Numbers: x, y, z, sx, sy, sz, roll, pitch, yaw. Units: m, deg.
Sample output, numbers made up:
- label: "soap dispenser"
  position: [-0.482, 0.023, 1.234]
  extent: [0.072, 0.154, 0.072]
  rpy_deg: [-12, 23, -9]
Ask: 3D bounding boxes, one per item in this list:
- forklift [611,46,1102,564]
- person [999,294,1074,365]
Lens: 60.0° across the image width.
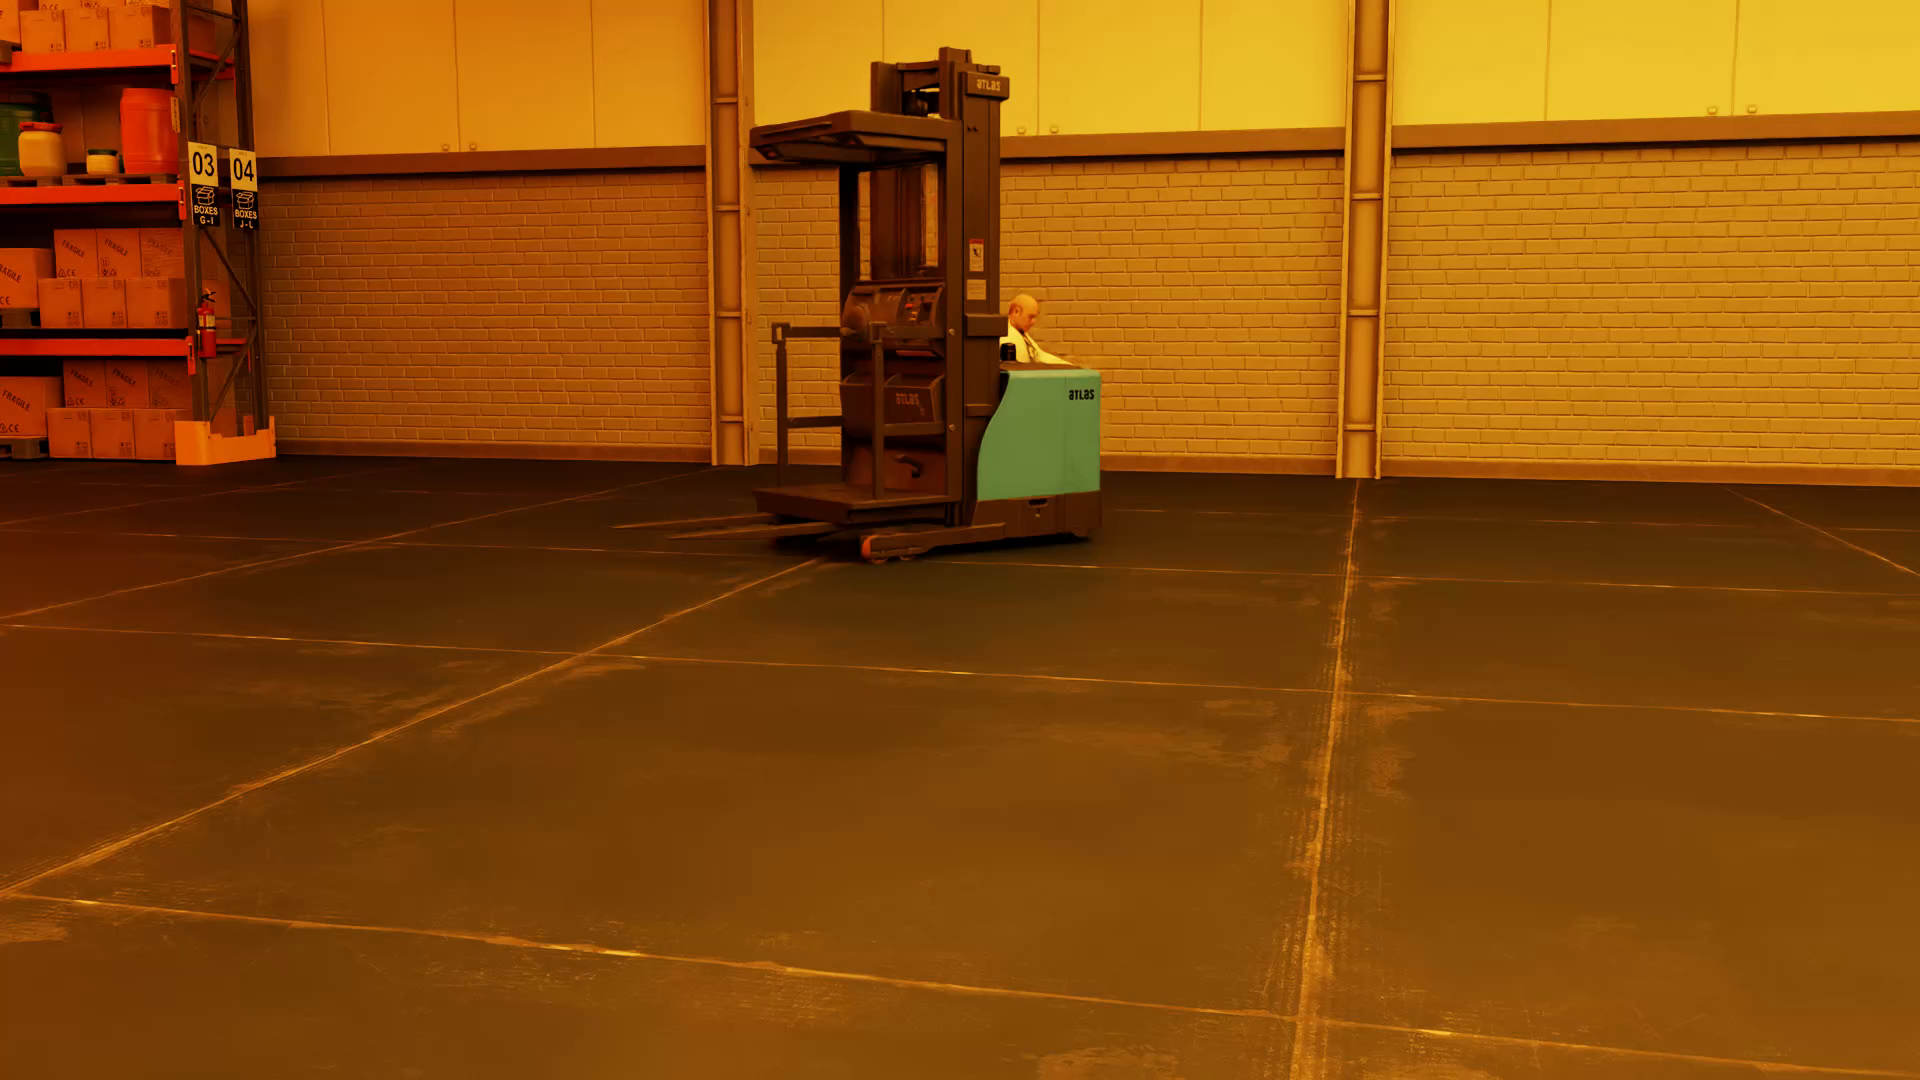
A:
- label: "forklift"
  position: [-0.567, -1.392, 9.821]
  extent: [3.031, 2.935, 1.130]
  rpy_deg: [-6, 9, -39]
- label: "person"
  position: [0.563, -0.981, 11.965]
  extent: [1.067, 1.560, 1.170]
  rpy_deg: [2, 8, 19]
